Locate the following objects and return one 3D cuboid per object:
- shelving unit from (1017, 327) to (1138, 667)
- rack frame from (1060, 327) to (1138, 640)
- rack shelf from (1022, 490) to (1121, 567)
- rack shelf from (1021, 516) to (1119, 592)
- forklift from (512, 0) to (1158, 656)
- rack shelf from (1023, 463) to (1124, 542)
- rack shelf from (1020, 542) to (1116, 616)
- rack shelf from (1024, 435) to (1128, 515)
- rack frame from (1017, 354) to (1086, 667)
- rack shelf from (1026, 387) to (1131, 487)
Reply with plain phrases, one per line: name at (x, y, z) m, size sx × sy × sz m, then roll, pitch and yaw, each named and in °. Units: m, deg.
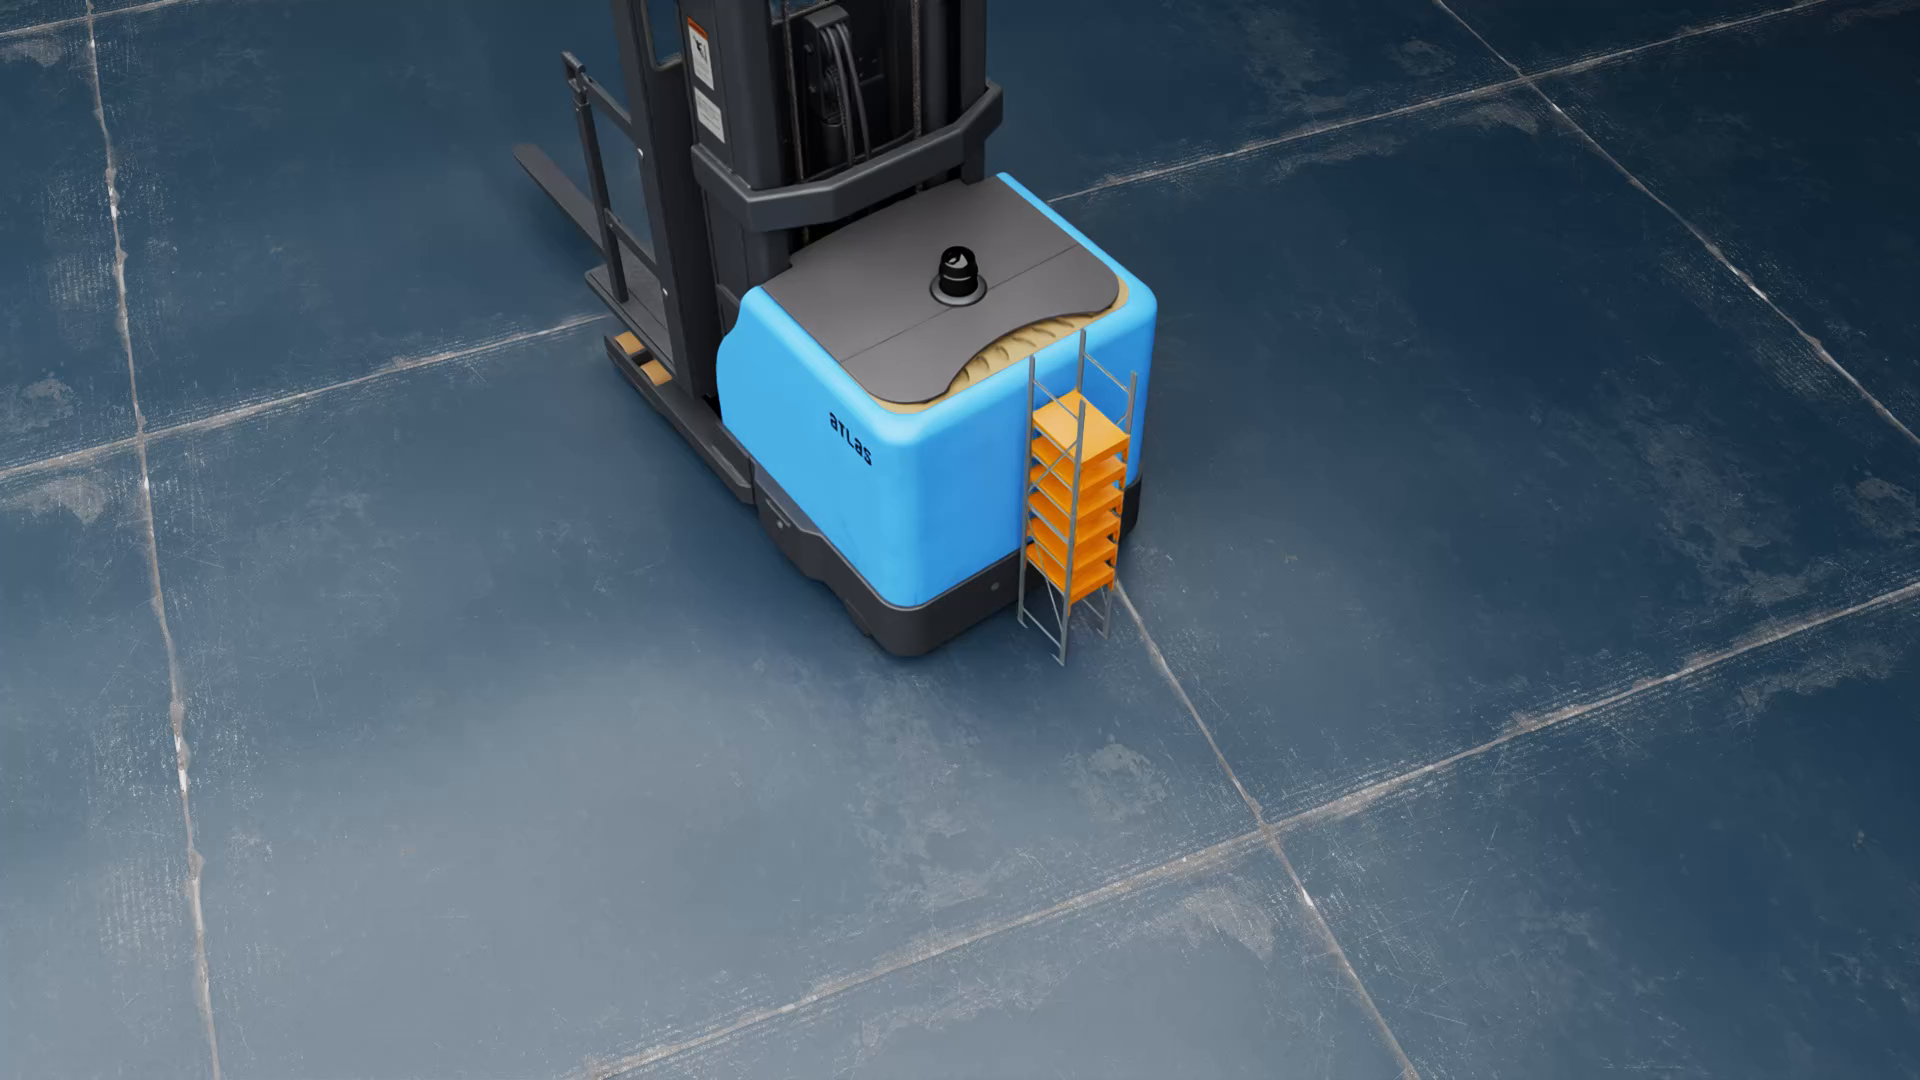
shelving unit at (0.339, -0.094, 5.040) m, size 0.189 × 1.200 × 0.258 m, roll -29°, pitch 56°, yaw -23°
rack frame at (0.412, -0.136, 5.075) m, size 0.006 × 1.200 × 0.240 m, roll -29°, pitch 56°, yaw -23°
rack shelf at (0.339, -0.065, 5.073) m, size 0.180 × 0.103 × 0.258 m, roll -29°, pitch 56°, yaw -23°
rack shelf at (0.339, 0.013, 5.164) m, size 0.180 × 0.103 × 0.258 m, roll -29°, pitch 56°, yaw -23°
forklift at (-0.672, -1.660, 5.244) m, size 1.130 × 2.935 × 3.031 m, roll -29°, pitch 55°, yaw -23°
rack shelf at (0.339, -0.143, 4.982) m, size 0.180 × 0.103 × 0.258 m, roll -29°, pitch 56°, yaw -23°
rack shelf at (0.338, 0.091, 5.256) m, size 0.180 × 0.103 × 0.258 m, roll -29°, pitch 56°, yaw -23°
rack shelf at (0.339, -0.221, 4.891) m, size 0.180 × 0.103 × 0.258 m, roll -29°, pitch 56°, yaw -23°
rack frame at (0.265, -0.053, 5.004) m, size 0.006 × 1.200 × 0.240 m, roll -29°, pitch 56°, yaw -23°
rack shelf at (0.339, -0.299, 4.800) m, size 0.180 × 0.103 × 0.258 m, roll -29°, pitch 56°, yaw -23°
